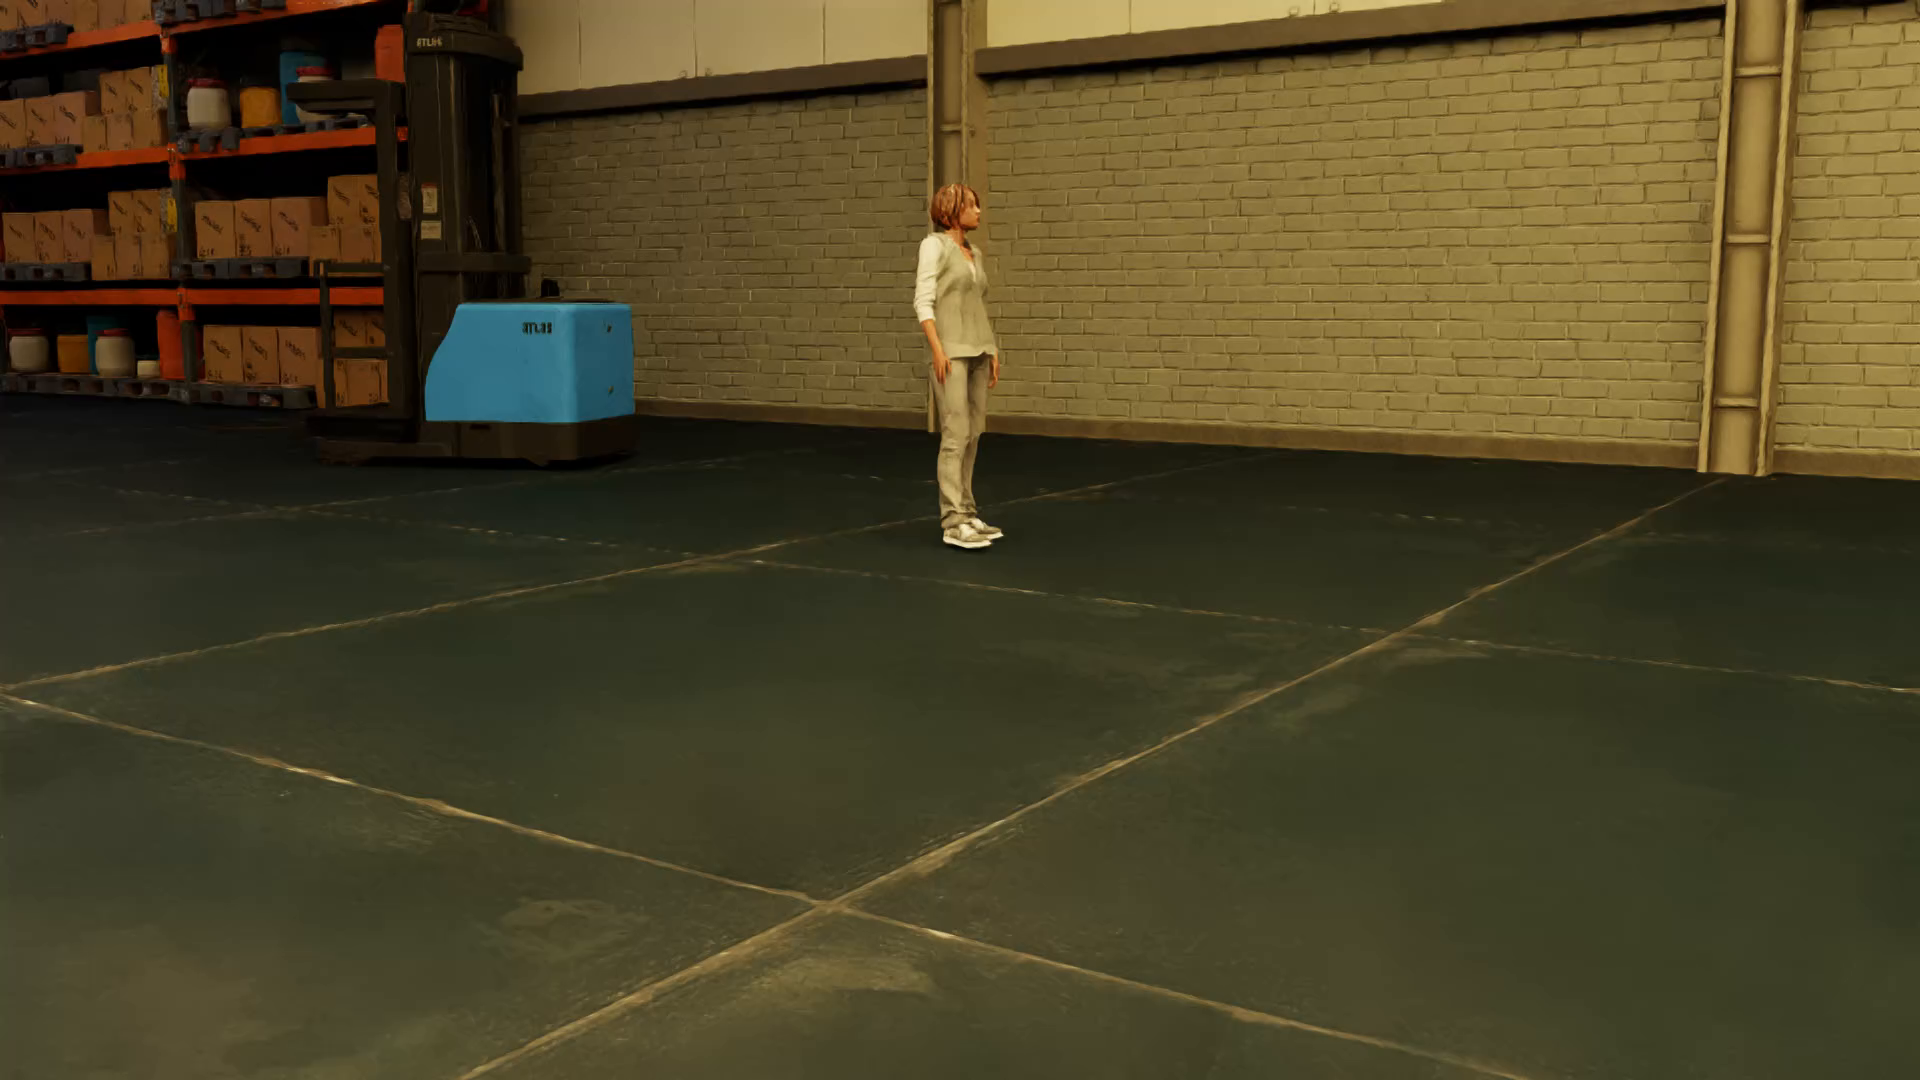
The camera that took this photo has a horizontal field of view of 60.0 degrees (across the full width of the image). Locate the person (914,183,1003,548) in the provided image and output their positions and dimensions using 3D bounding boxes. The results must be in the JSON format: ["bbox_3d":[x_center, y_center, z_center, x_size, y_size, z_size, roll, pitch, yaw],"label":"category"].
[{"bbox_3d":[0.054,-0.790,7.438,0.474,1.597,0.521,5,10,34],"label":"person"}]

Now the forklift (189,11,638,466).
[{"bbox_3d":[-3.829,-2.016,11.372,3.031,2.935,1.130,2,8,14],"label":"forklift"}]
